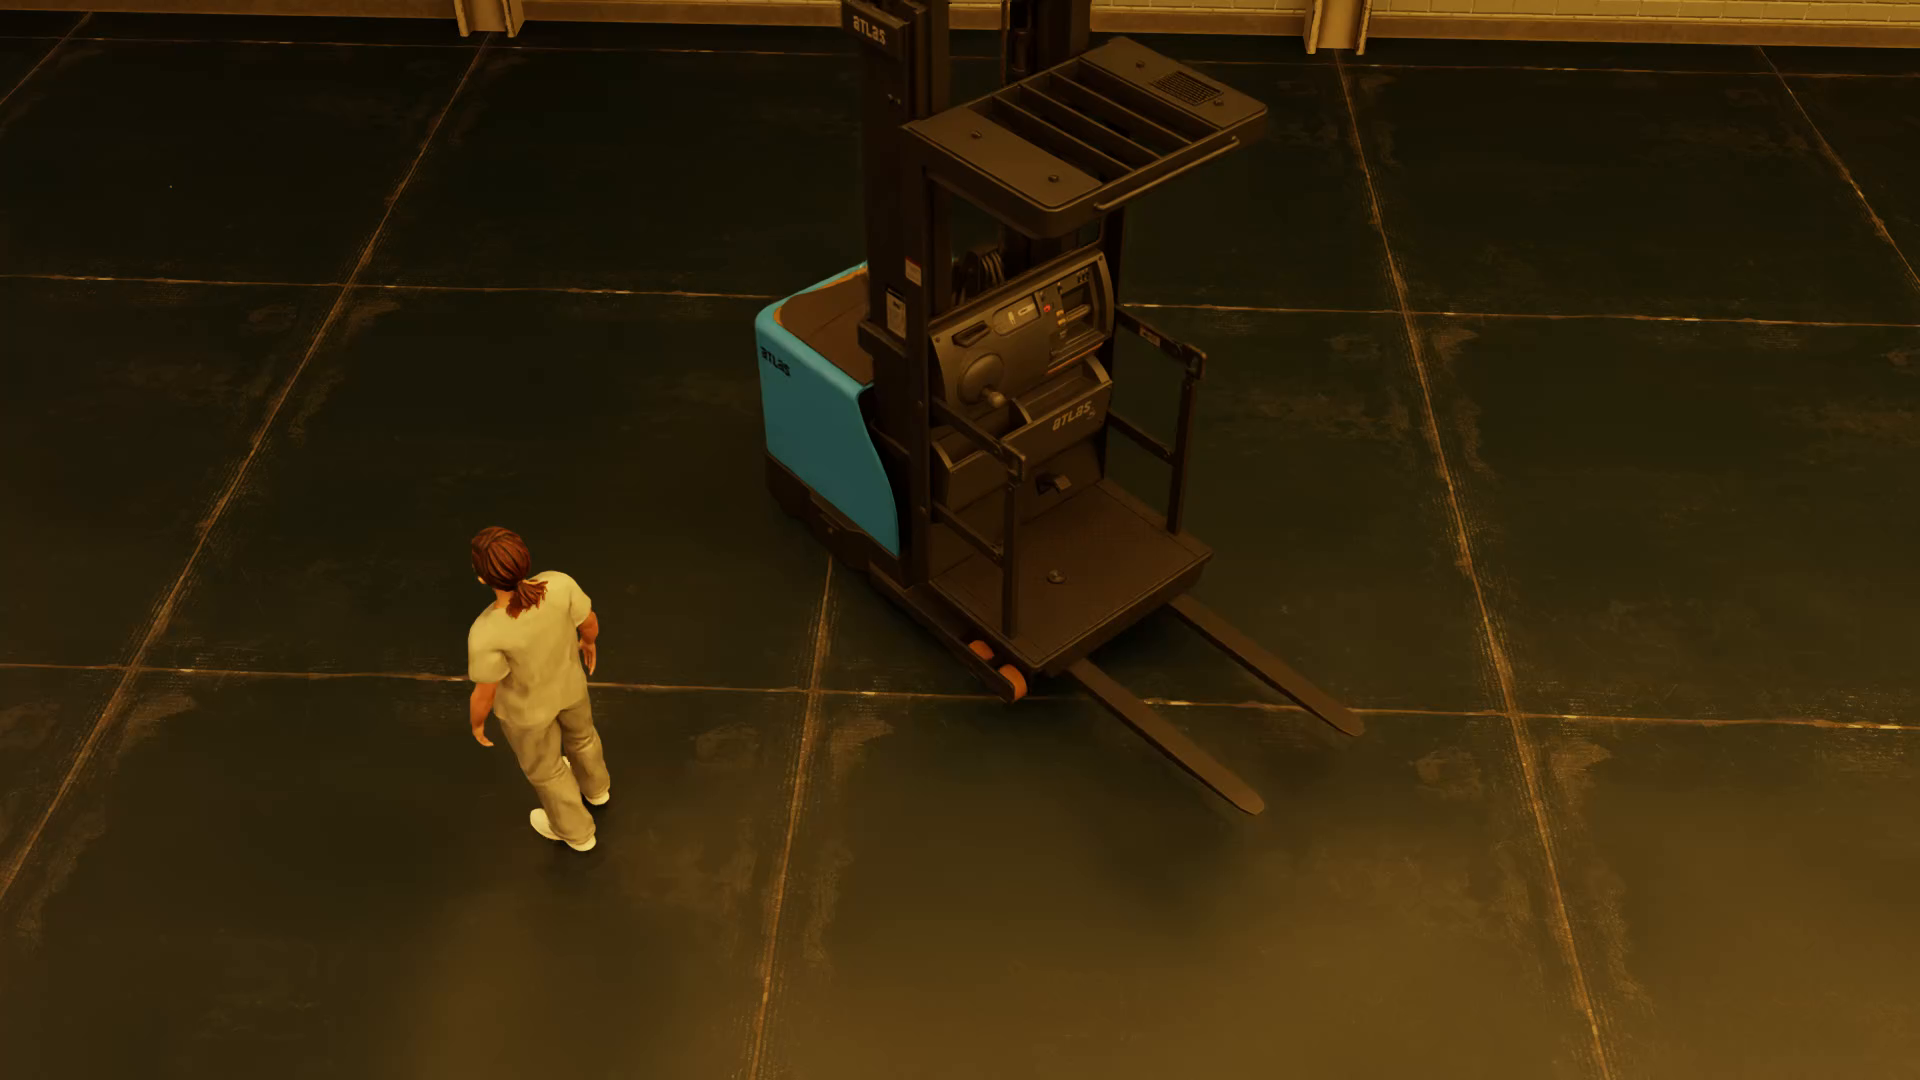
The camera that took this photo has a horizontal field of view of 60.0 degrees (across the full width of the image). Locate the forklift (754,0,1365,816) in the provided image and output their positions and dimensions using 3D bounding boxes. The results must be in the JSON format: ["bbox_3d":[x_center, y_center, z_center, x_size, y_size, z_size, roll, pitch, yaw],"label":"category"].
[{"bbox_3d":[0.403,-0.772,6.588,1.130,2.935,3.031,-30,50,-29],"label":"forklift"}]

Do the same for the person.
[{"bbox_3d":[-1.580,0.535,6.091,0.539,1.671,0.560,30,50,29],"label":"person"}]
